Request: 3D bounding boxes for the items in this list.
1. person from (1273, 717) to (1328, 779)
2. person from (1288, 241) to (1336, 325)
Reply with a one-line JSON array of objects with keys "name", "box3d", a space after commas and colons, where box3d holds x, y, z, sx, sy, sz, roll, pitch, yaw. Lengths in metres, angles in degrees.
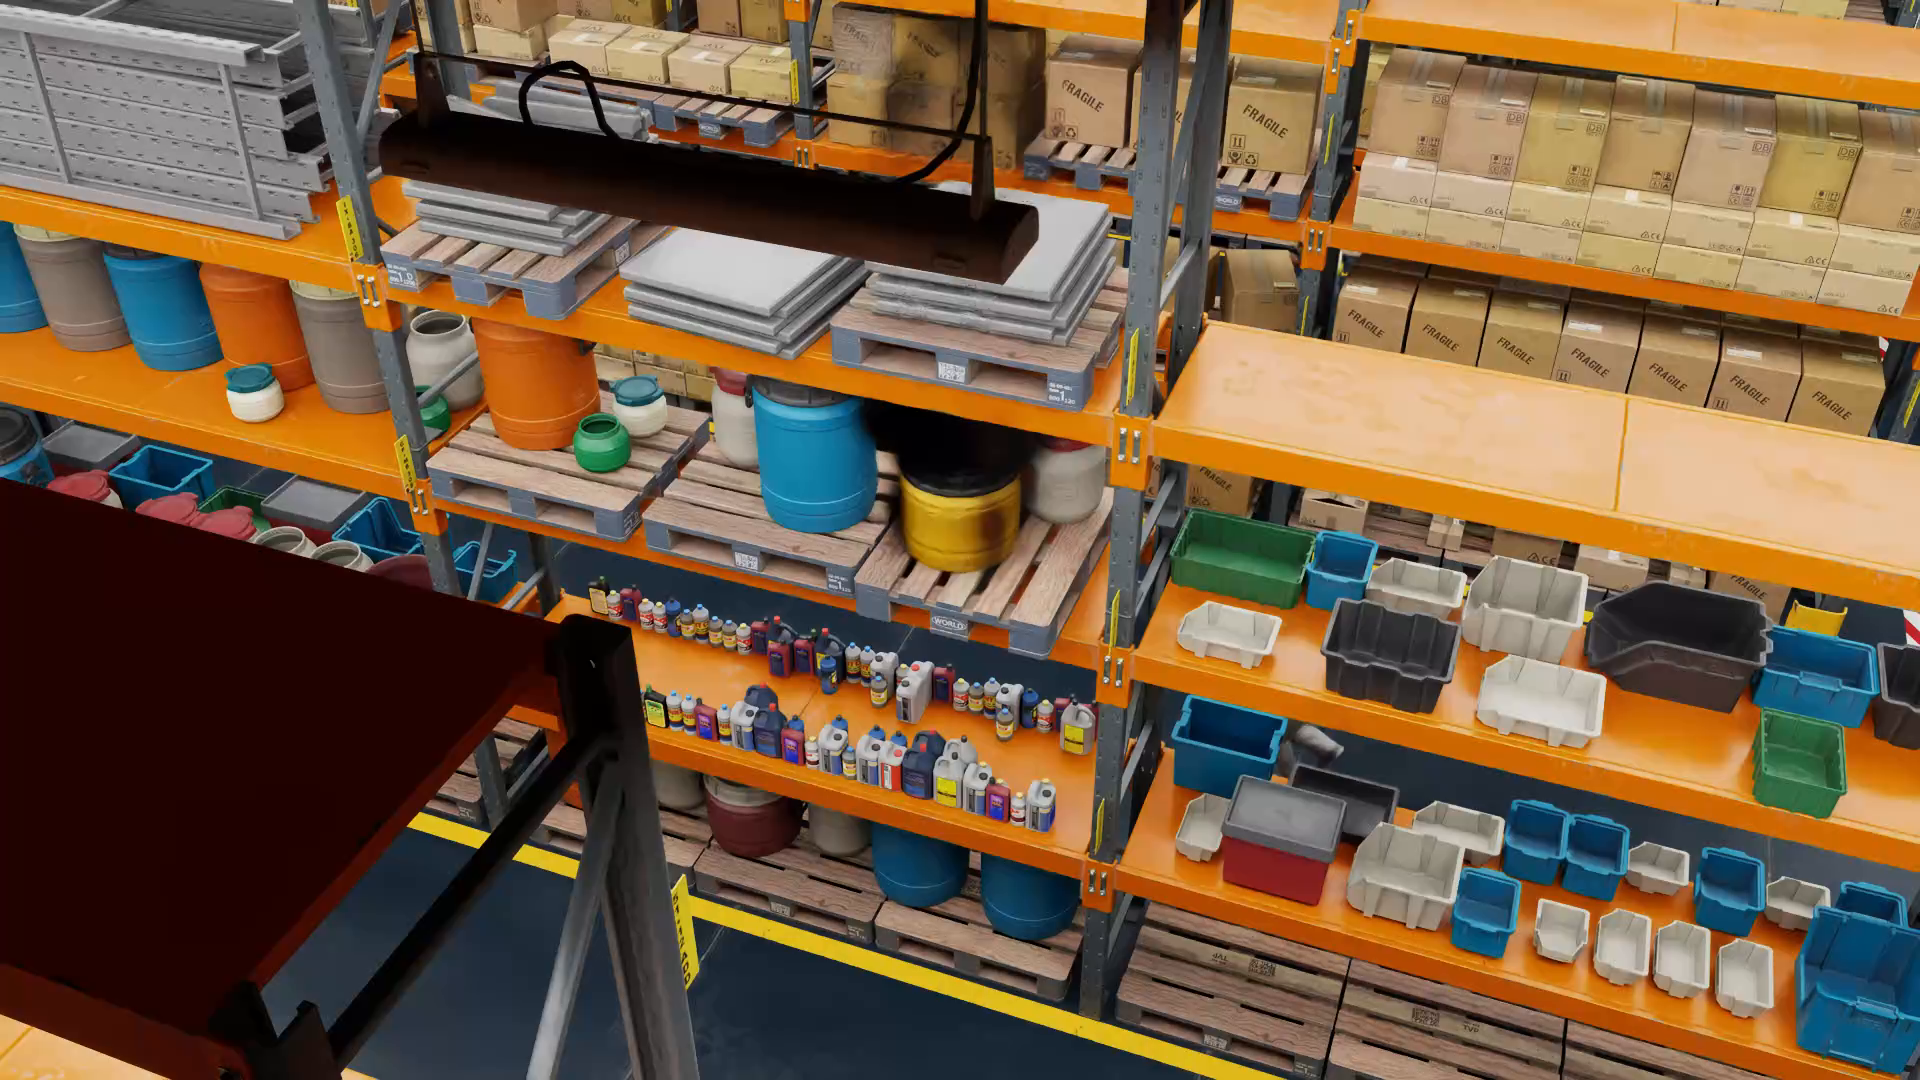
[{"name": "person", "box3d": [2.067, 0.940, 10.663, 0.606, 1.754, 0.648, 17, 40, 21]}, {"name": "person", "box3d": [3.328, -2.439, 15.312, 1.055, 1.713, 0.738, 10, 38, 14]}]
